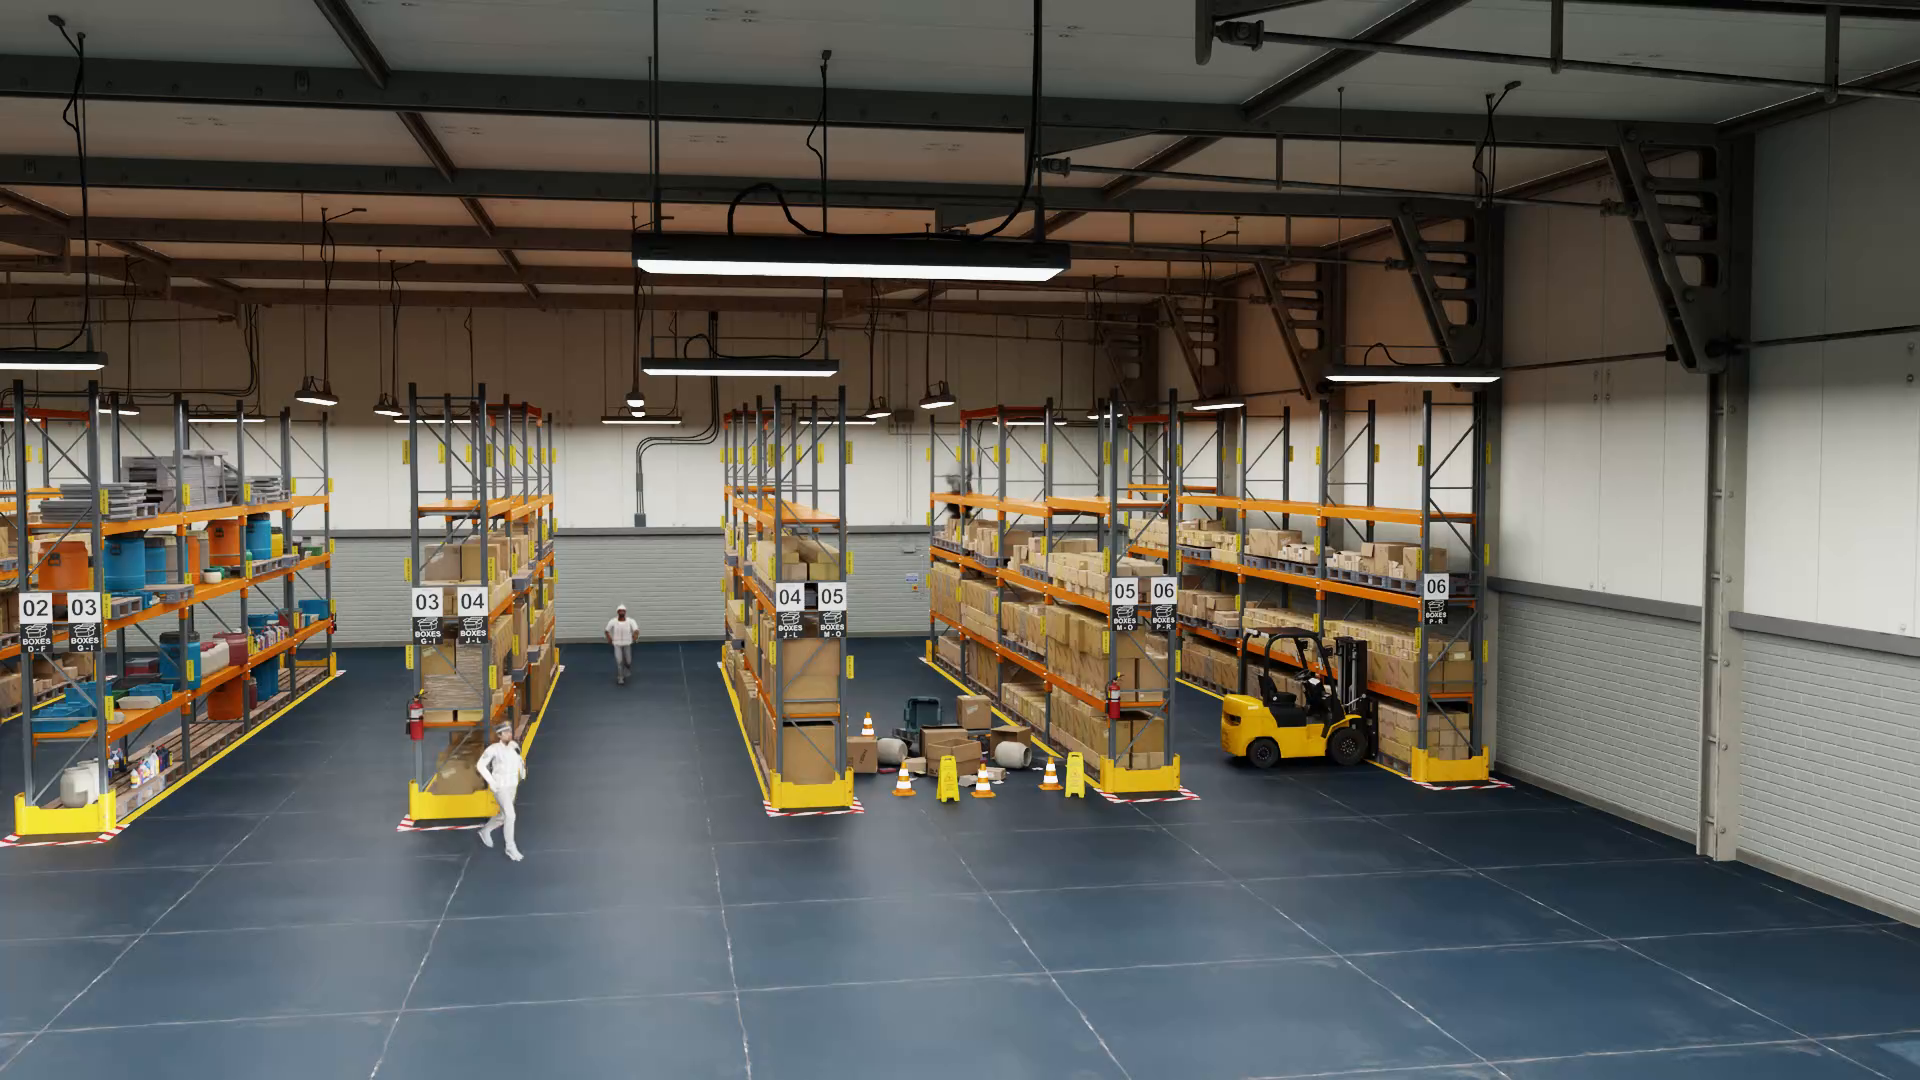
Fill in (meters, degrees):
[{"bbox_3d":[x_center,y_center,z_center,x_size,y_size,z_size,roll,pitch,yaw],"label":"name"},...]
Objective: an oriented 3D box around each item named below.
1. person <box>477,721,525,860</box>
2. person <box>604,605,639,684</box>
[{"bbox_3d":[-5.742,3.103,20.811,0.806,1.732,0.610,2,3,32],"label":"person"},{"bbox_3d":[-7.445,2.291,36.604,0.740,1.721,0.632,-1,3,-14],"label":"person"}]
